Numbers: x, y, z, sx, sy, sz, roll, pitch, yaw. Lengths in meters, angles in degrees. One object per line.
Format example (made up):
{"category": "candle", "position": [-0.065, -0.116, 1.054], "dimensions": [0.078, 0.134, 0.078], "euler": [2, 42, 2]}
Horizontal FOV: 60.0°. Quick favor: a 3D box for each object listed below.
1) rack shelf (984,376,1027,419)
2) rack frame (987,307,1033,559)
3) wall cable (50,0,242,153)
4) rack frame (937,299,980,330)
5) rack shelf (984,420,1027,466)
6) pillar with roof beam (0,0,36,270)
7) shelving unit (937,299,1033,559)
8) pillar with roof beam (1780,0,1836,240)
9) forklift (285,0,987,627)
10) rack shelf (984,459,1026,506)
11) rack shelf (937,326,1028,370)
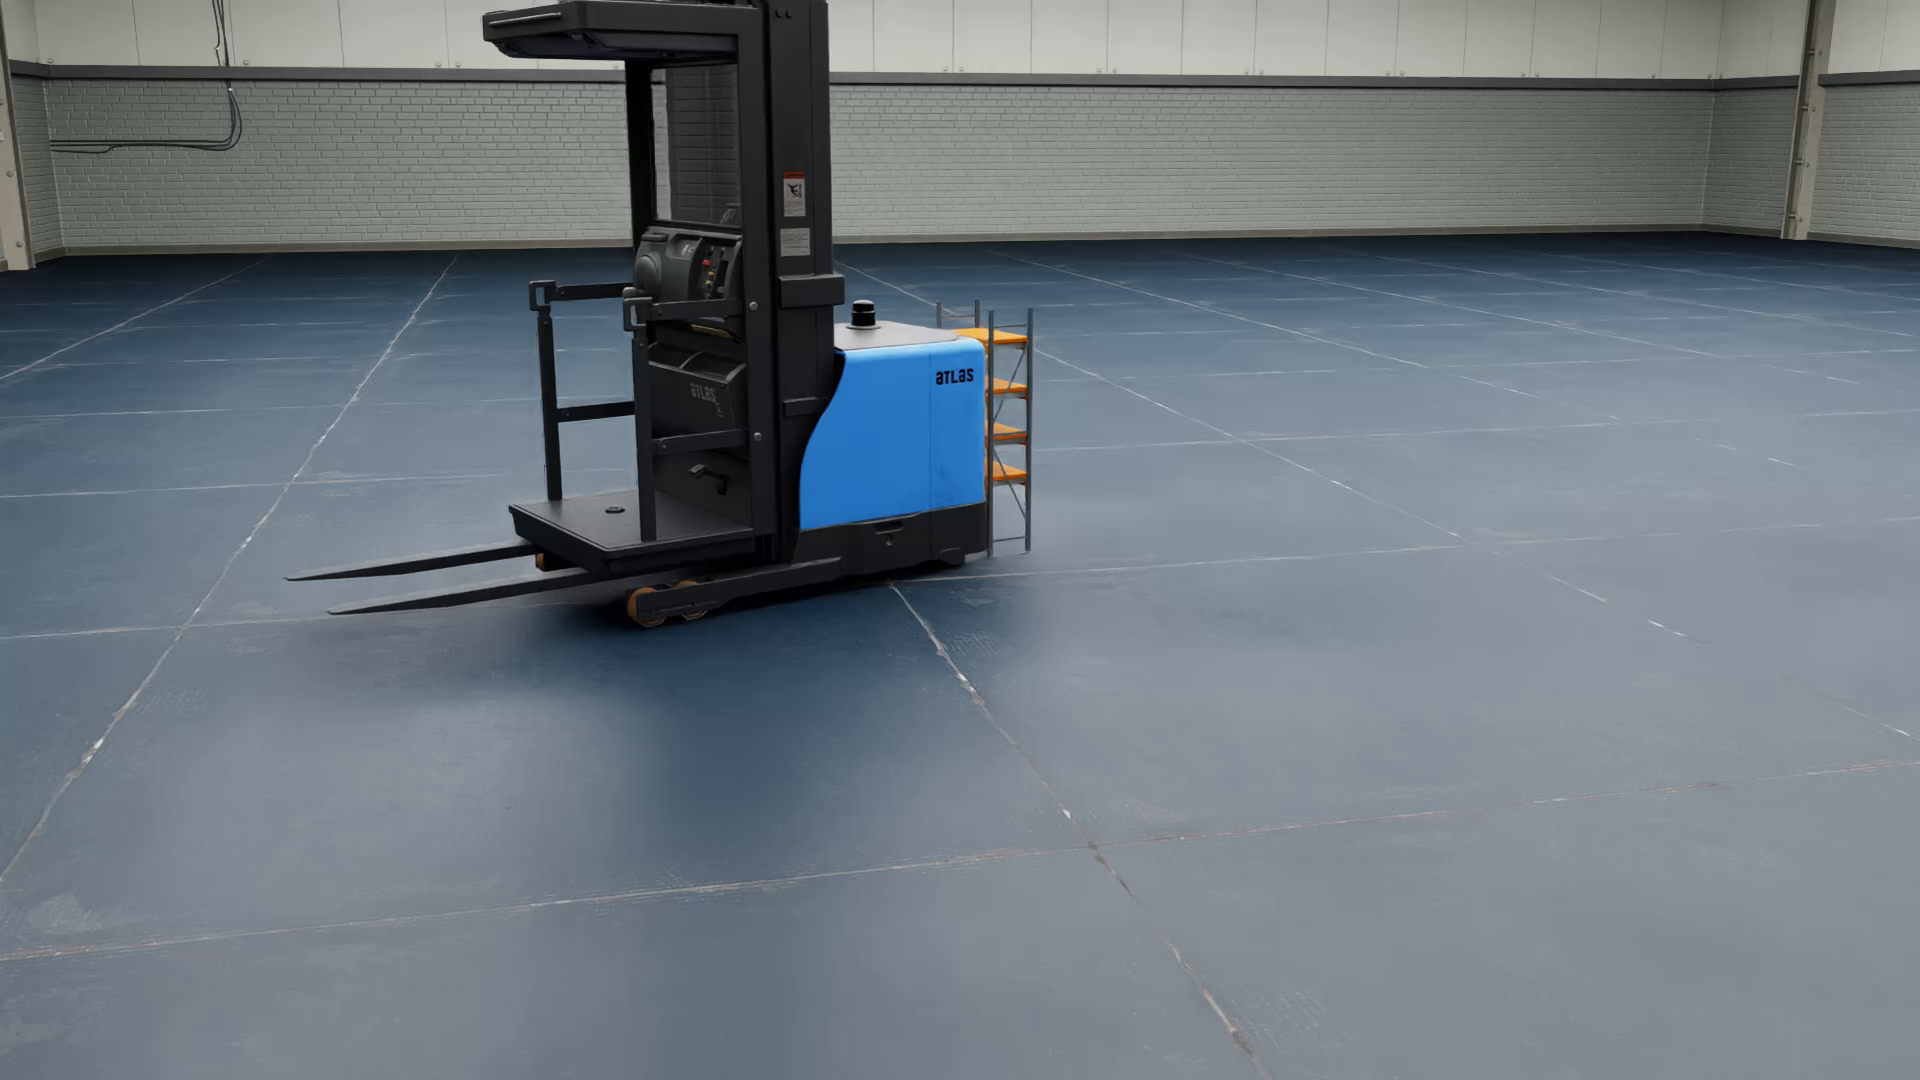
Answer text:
{"category": "rack shelf", "position": [0.116, -0.708, 8.139], "dimensions": [0.258, 0.148, 0.480], "euler": [-8, 16, -30]}
{"category": "rack frame", "position": [0.240, -0.507, 7.972], "dimensions": [0.240, 1.200, 0.015], "euler": [-8, 16, -30]}
{"category": "wall cable", "position": [-13.713, -7.747, 27.718], "dimensions": [3.097, 2.526, 0.112], "euler": [-3, 14, -13]}
{"category": "rack frame", "position": [-0.009, -0.606, 8.380], "dimensions": [0.240, 1.200, 0.015], "euler": [-8, 16, -30]}
{"category": "rack shelf", "position": [0.116, -0.491, 8.192], "dimensions": [0.258, 0.148, 0.480], "euler": [-8, 16, -30]}
{"category": "pillar with roof beam", "position": [-10.122, -8.742, 25.249], "dimensions": [9.100, 9.000, 0.400], "euler": [-3, 14, -13]}
{"category": "shelving unit", "position": [0.116, -0.557, 8.176], "dimensions": [0.258, 1.200, 0.503], "euler": [-8, 16, -30]}
{"category": "pillar with roof beam", "position": [12.128, -10.018, 30.471], "dimensions": [9.100, 9.000, 0.400], "euler": [-3, 14, -13]}
{"category": "forklift", "position": [-1.364, -1.201, 7.167], "dimensions": [3.031, 2.935, 1.130], "euler": [-10, 17, -35]}
{"category": "rack shelf", "position": [0.115, -0.298, 8.239], "dimensions": [0.258, 0.148, 0.480], "euler": [-8, 16, -30]}
{"category": "rack shelf", "position": [0.116, -0.938, 8.083], "dimensions": [0.258, 0.148, 0.480], "euler": [-8, 16, -30]}
